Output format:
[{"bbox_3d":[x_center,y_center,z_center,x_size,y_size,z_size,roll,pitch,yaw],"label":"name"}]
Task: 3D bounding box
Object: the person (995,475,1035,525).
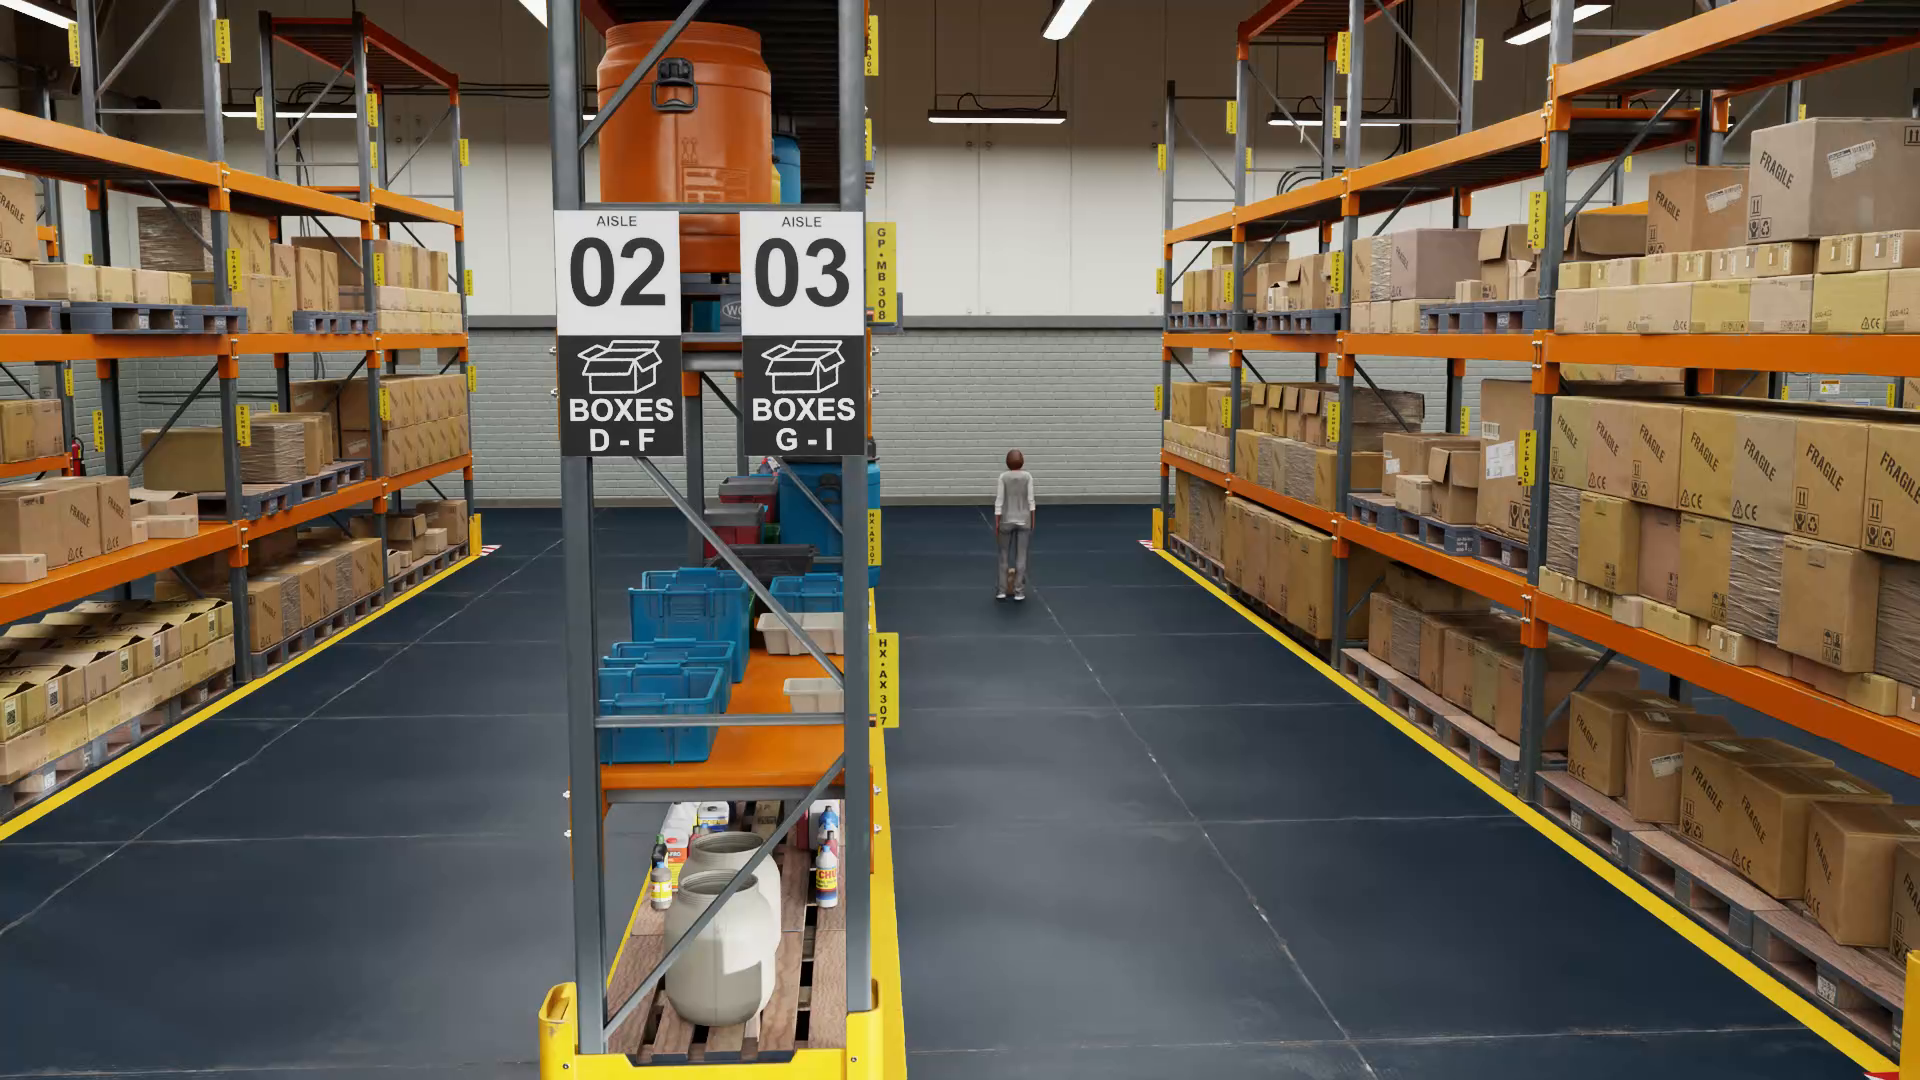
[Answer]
[{"bbox_3d":[0.578,-0.441,17.531,0.429,0.536,0.284,0,7,-4],"label":"person"}]
